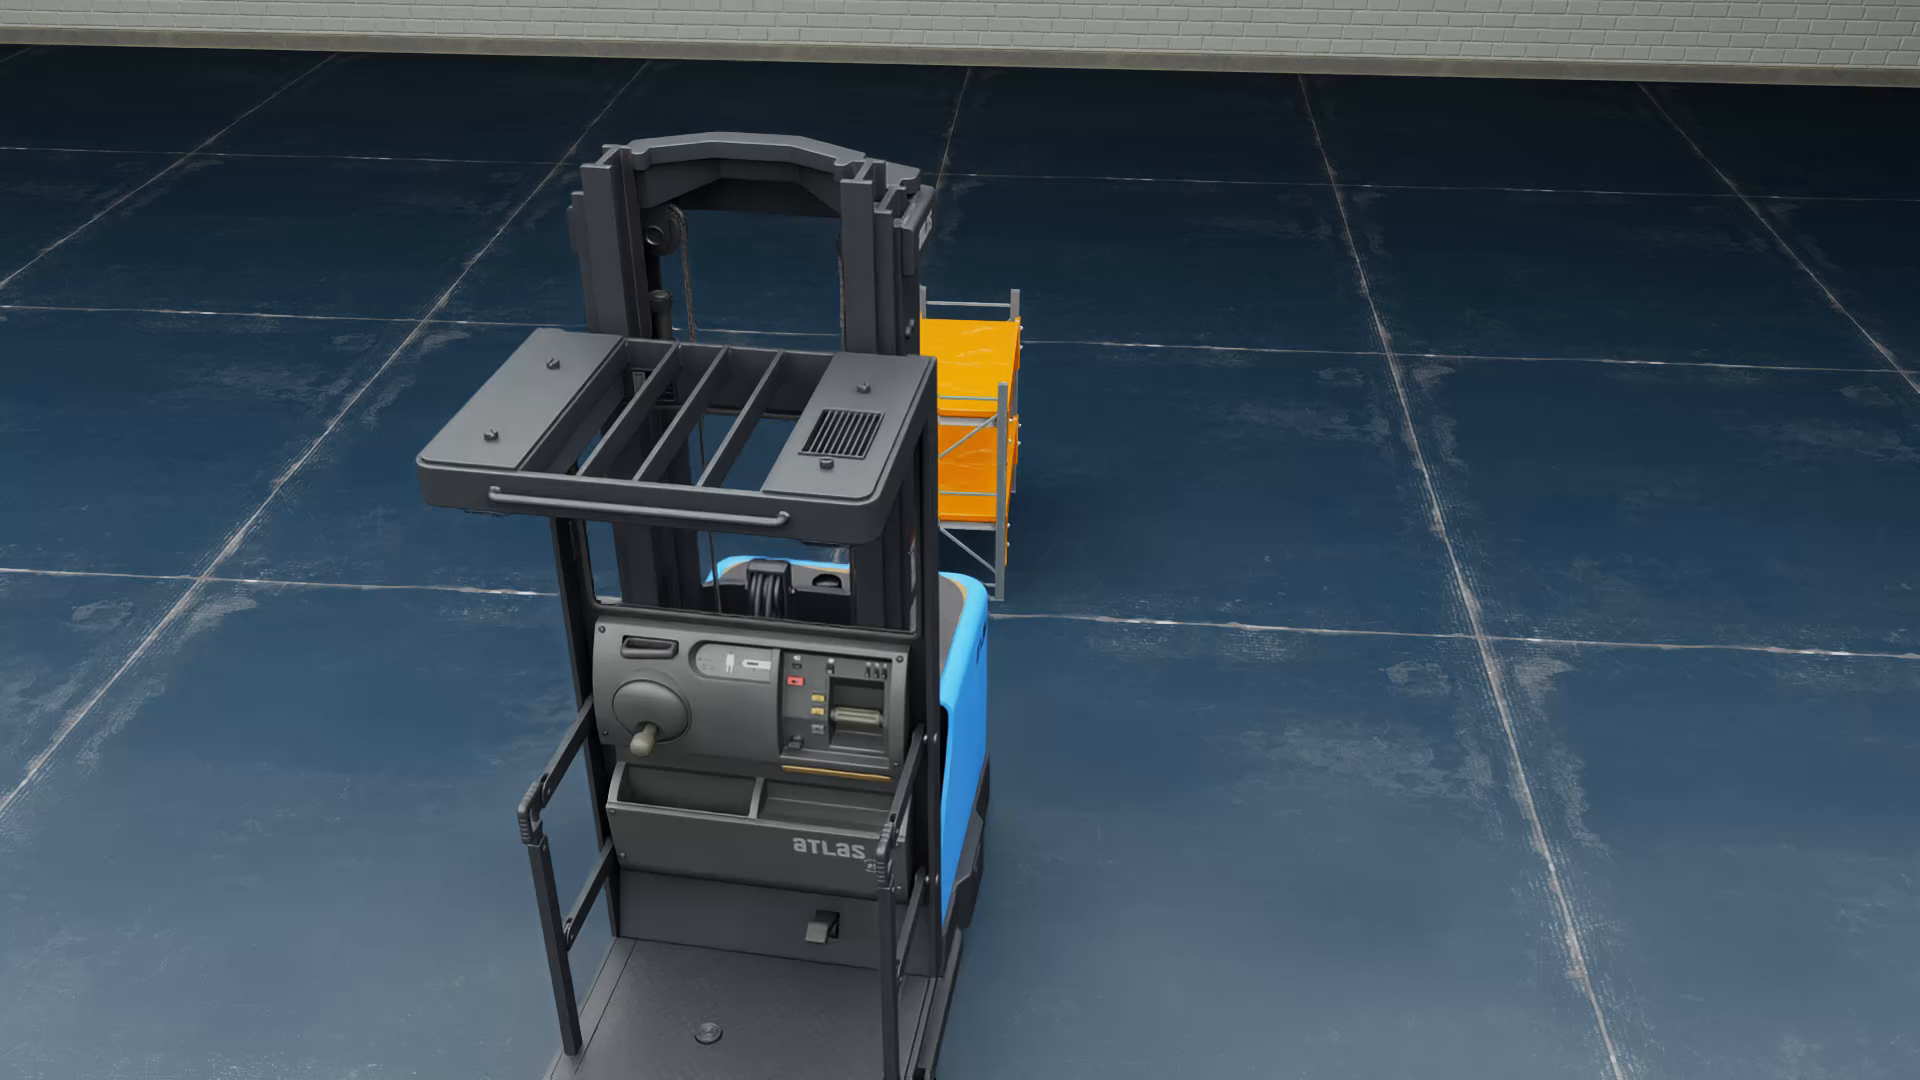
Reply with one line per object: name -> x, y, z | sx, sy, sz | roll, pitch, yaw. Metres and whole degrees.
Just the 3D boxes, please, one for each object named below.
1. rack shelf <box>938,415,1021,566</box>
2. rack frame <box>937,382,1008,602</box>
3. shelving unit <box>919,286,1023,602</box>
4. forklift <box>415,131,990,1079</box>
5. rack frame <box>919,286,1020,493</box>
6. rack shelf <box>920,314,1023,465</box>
rack shelf -> -0.001, -0.267, 8.077 | 0.538, 0.278, 1.000 | 2, 32, 4
rack frame -> -0.042, -0.210, 7.518 | 0.500, 1.125, 0.032 | 2, 32, 4
shelving unit -> -0.001, -0.475, 7.949 | 0.538, 1.125, 1.048 | 2, 32, 4
forklift -> -0.643, 0.511, 4.627 | 1.130, 2.935, 3.031 | 5, 32, 8
rack frame -> 0.041, -0.741, 8.380 | 0.500, 1.125, 0.032 | 2, 32, 4
rack shelf -> -0.001, -0.725, 7.796 | 0.538, 0.278, 1.000 | 2, 32, 4
